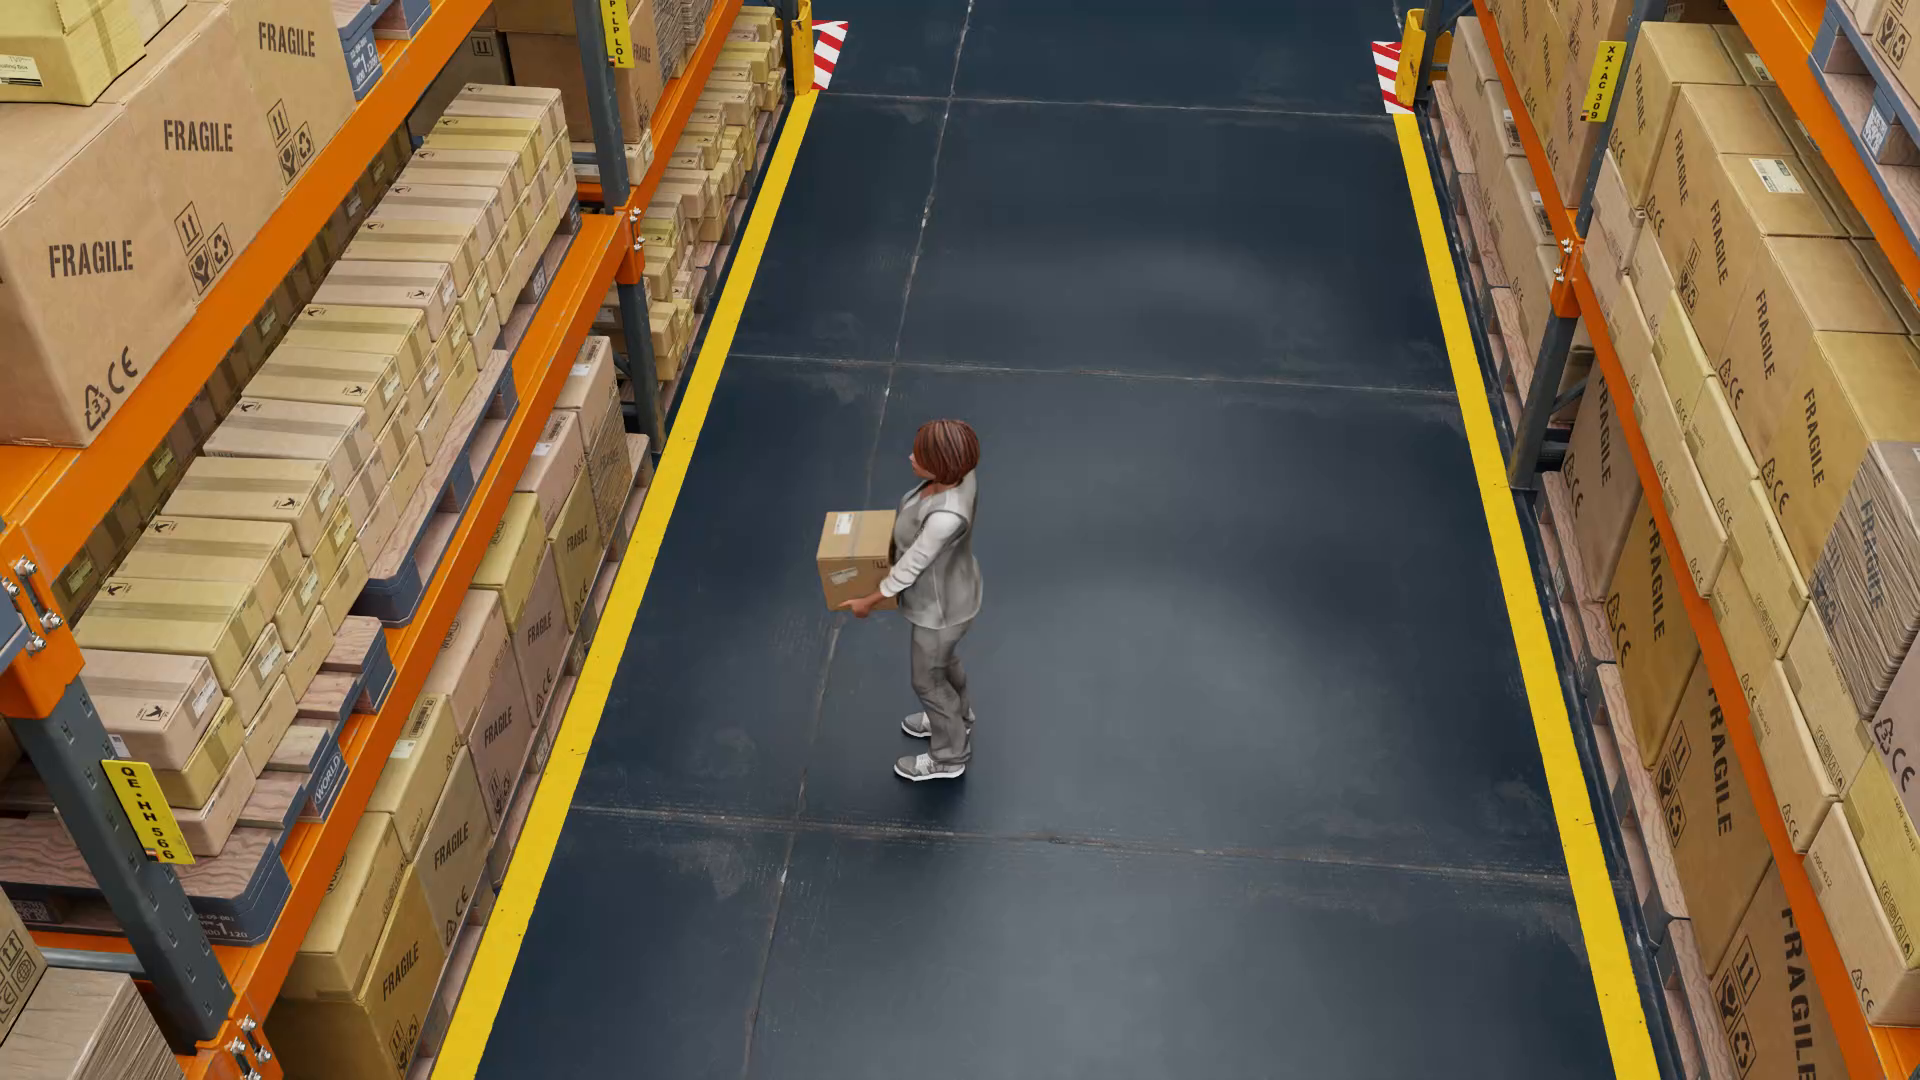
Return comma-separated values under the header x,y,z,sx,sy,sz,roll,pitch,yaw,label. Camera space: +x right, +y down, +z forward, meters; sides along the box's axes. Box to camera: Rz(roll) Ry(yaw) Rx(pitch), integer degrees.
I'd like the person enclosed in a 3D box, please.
x,y,z,sx,sy,sz,roll,pitch,yaw,label
-0.165,0.210,5.923,0.496,1.597,0.397,3,41,4,person
